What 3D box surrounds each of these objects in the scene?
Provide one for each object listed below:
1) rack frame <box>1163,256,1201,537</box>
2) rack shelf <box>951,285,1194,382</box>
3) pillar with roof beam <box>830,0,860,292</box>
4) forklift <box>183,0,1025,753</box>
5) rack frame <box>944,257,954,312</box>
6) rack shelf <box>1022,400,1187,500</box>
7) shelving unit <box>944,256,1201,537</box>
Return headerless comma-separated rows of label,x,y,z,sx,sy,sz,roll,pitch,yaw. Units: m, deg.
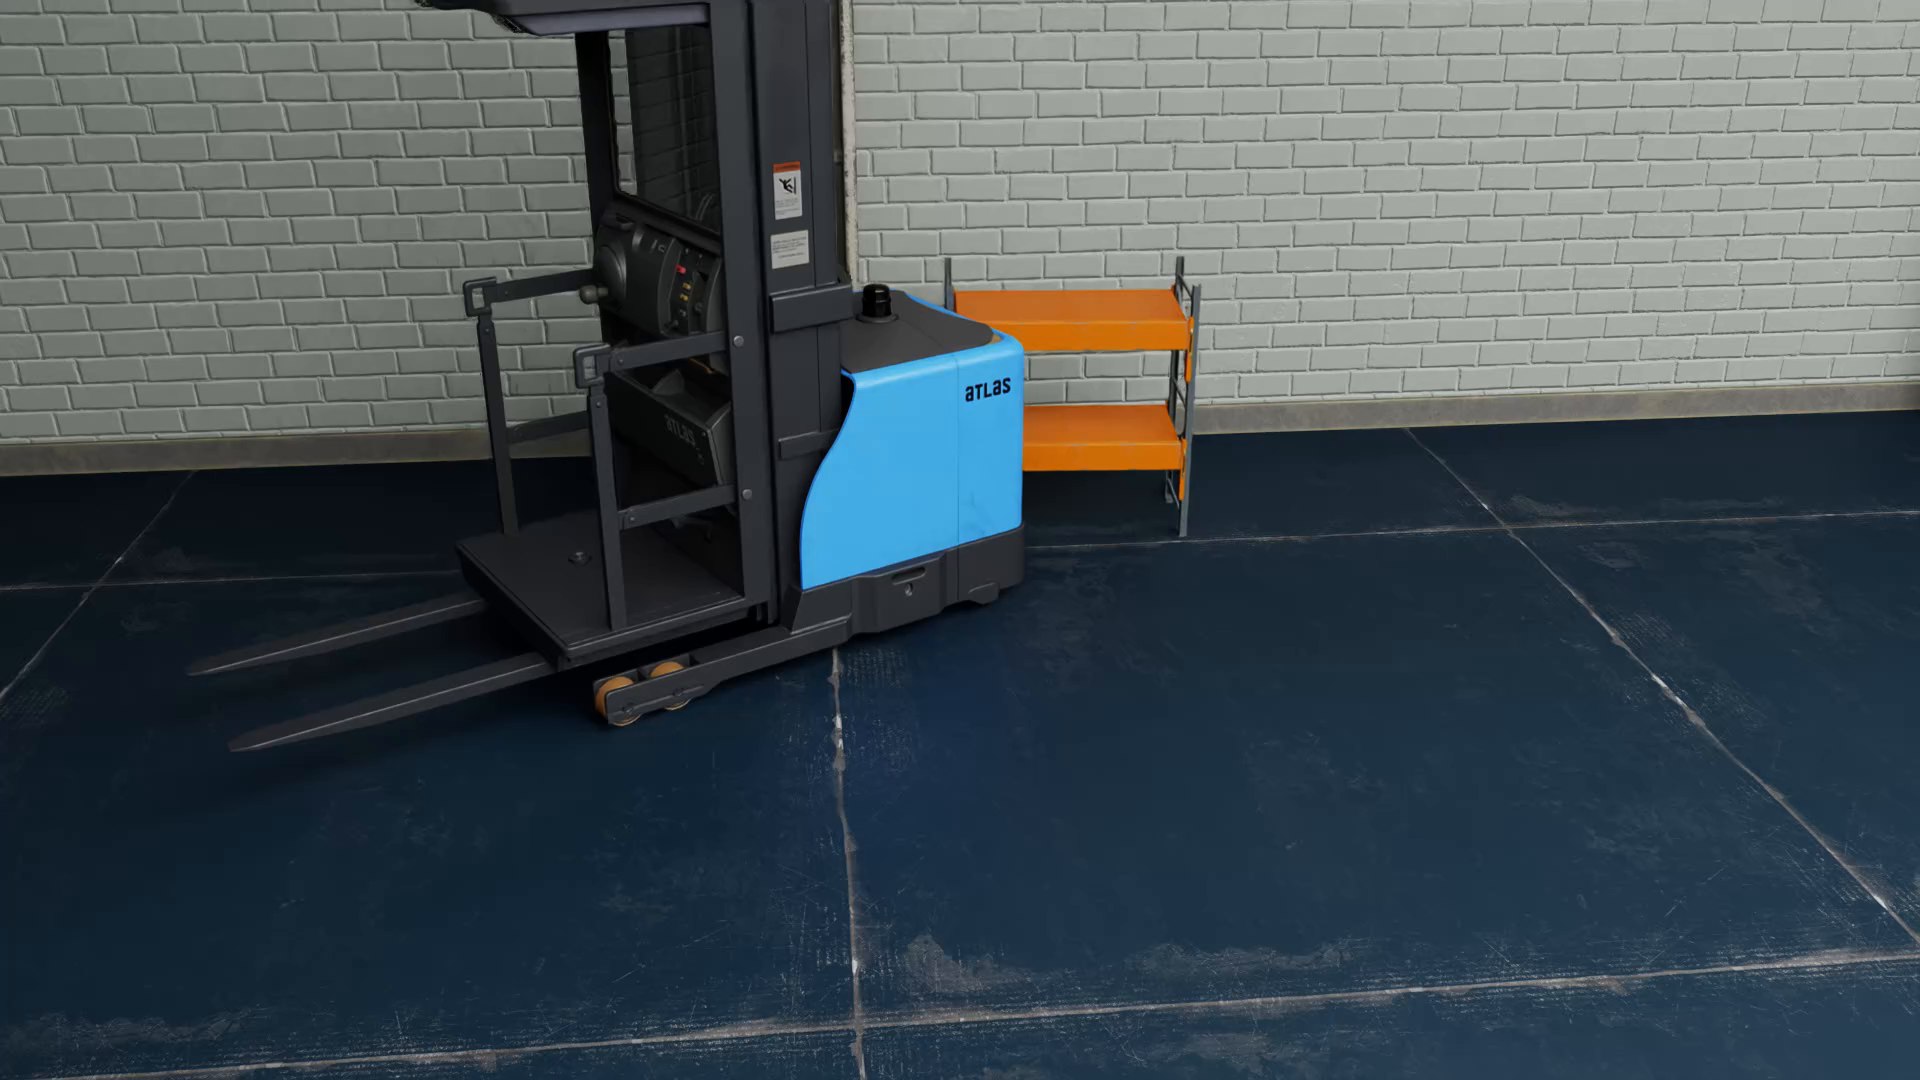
rack frame,0.969,-0.628,7.279,0.032,1.125,0.500,-1,24,-1
rack shelf,0.460,-0.890,7.147,1.000,0.278,0.538,-1,24,-1
pillar with roof beam,-0.254,-2.784,2.434,0.400,9.000,9.100,-2,24,-5
forklift,-1.238,-0.936,5.747,3.031,2.935,1.130,-16,29,-32
rack frame,-0.048,-0.617,7.254,0.032,1.125,0.500,-1,24,-1
rack shelf,0.460,-0.399,7.365,1.000,0.278,0.538,-1,24,-1
shelving unit,0.460,-0.623,7.266,1.048,1.125,0.538,-1,24,-1
